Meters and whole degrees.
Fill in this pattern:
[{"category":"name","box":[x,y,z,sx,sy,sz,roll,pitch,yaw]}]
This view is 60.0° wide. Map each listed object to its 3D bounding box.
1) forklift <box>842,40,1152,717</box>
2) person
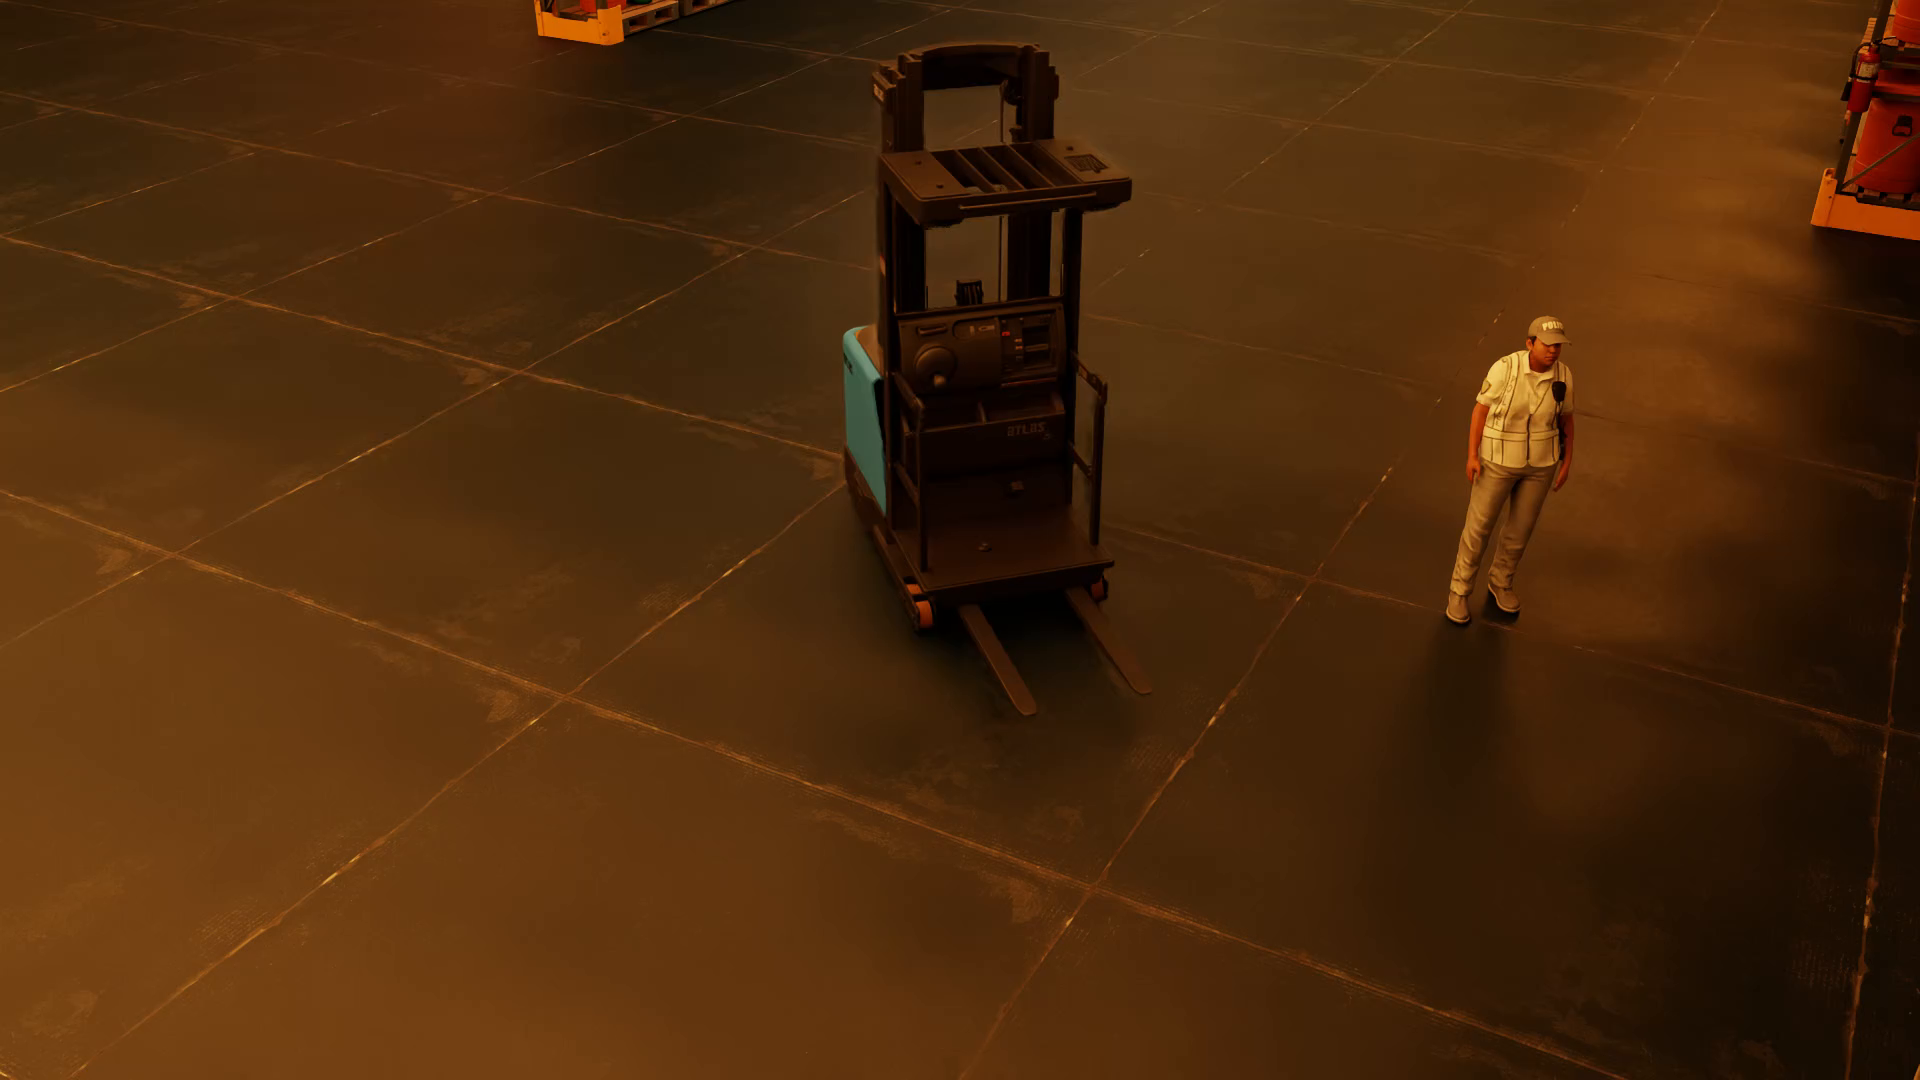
[{"category":"forklift","box":[0.191,-0.995,8.794,1.130,2.935,3.031,-9,31,-15]},{"category":"person","box":[3.012,-0.381,8.982,0.596,1.670,0.531,1,30,2]}]
